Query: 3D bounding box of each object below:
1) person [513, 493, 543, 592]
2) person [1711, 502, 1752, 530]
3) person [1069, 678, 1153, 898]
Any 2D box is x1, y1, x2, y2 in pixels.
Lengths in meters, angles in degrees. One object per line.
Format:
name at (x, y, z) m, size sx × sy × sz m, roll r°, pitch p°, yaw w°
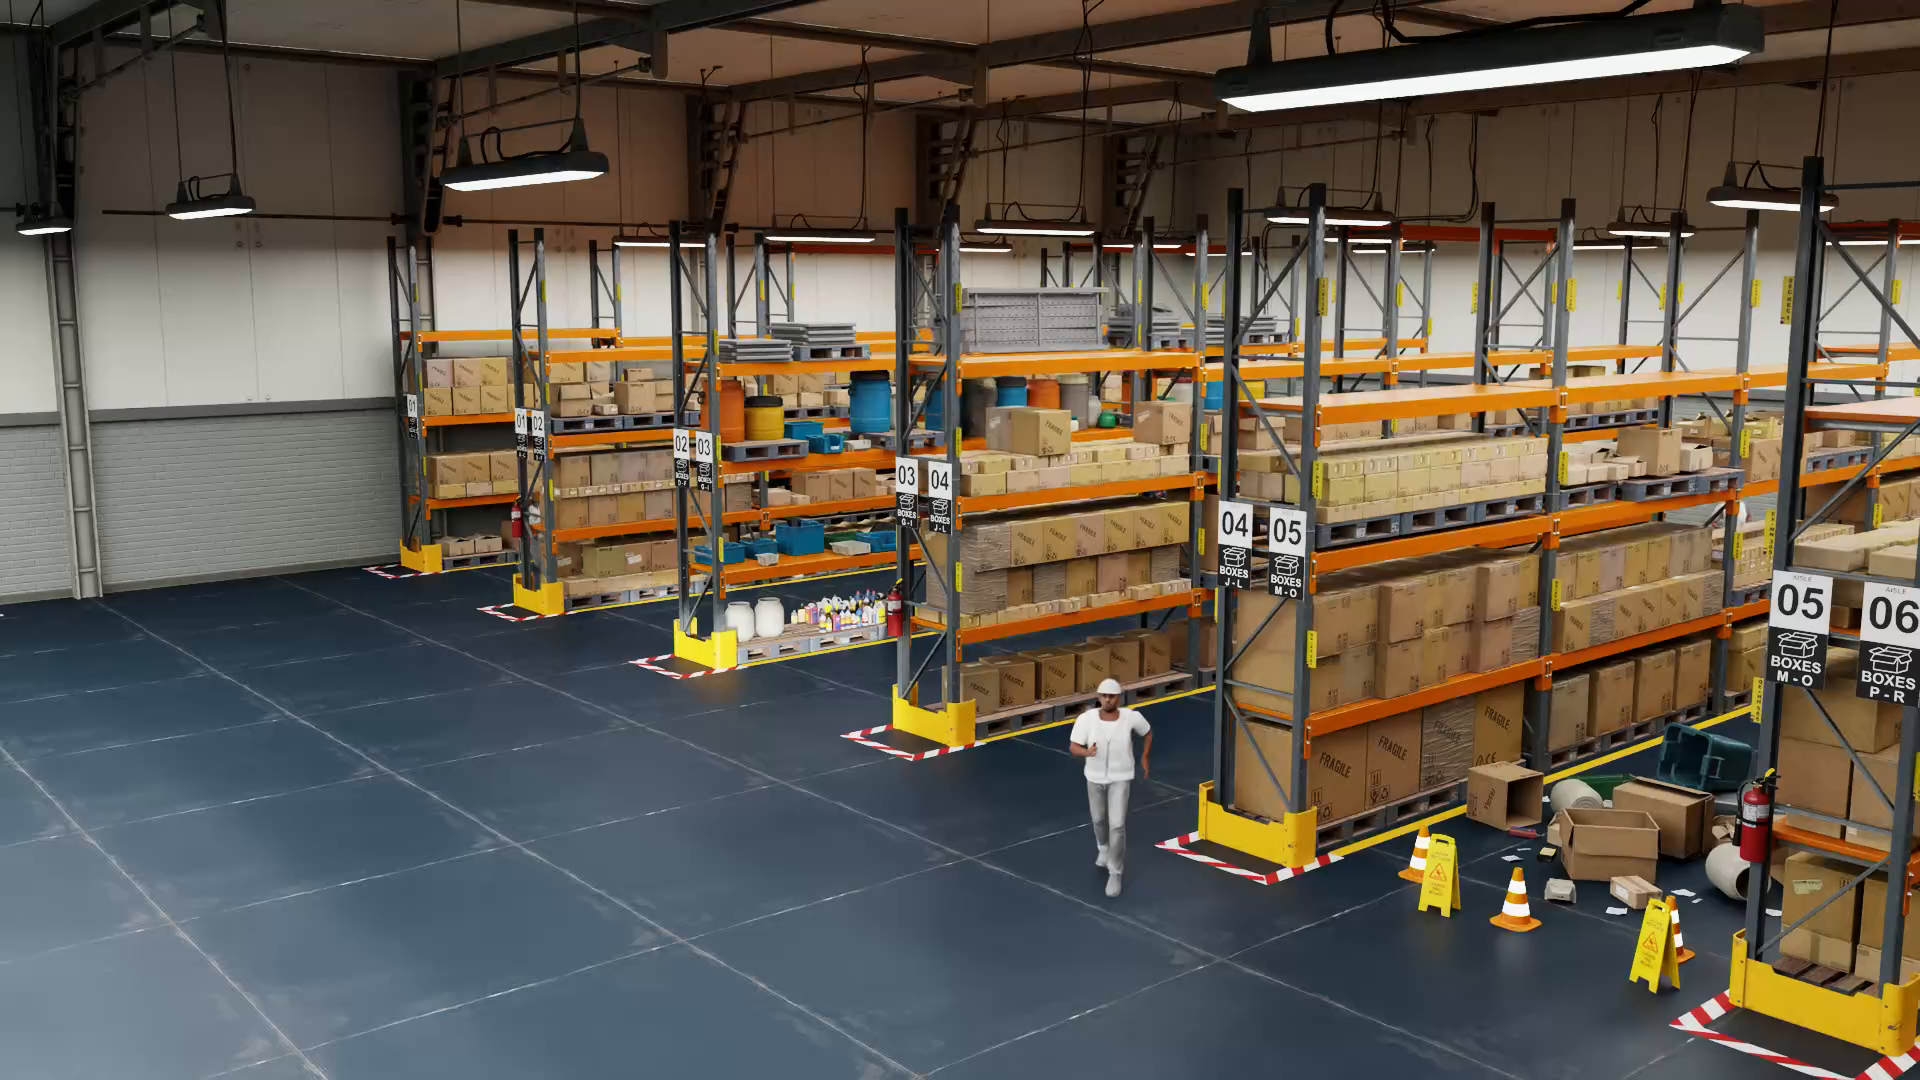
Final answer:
person at (-7.233, 0.014, 28.258) m, size 0.577 × 1.728 × 0.861 m, roll 8°, pitch 12°, yaw 44°
person at (13.217, -0.043, 28.448) m, size 0.710 × 1.736 × 0.662 m, roll 1°, pitch 9°, yaw 4°
person at (1.290, 2.086, 14.393) m, size 0.675 × 1.814 × 0.817 m, roll 2°, pitch 9°, yaw 15°
